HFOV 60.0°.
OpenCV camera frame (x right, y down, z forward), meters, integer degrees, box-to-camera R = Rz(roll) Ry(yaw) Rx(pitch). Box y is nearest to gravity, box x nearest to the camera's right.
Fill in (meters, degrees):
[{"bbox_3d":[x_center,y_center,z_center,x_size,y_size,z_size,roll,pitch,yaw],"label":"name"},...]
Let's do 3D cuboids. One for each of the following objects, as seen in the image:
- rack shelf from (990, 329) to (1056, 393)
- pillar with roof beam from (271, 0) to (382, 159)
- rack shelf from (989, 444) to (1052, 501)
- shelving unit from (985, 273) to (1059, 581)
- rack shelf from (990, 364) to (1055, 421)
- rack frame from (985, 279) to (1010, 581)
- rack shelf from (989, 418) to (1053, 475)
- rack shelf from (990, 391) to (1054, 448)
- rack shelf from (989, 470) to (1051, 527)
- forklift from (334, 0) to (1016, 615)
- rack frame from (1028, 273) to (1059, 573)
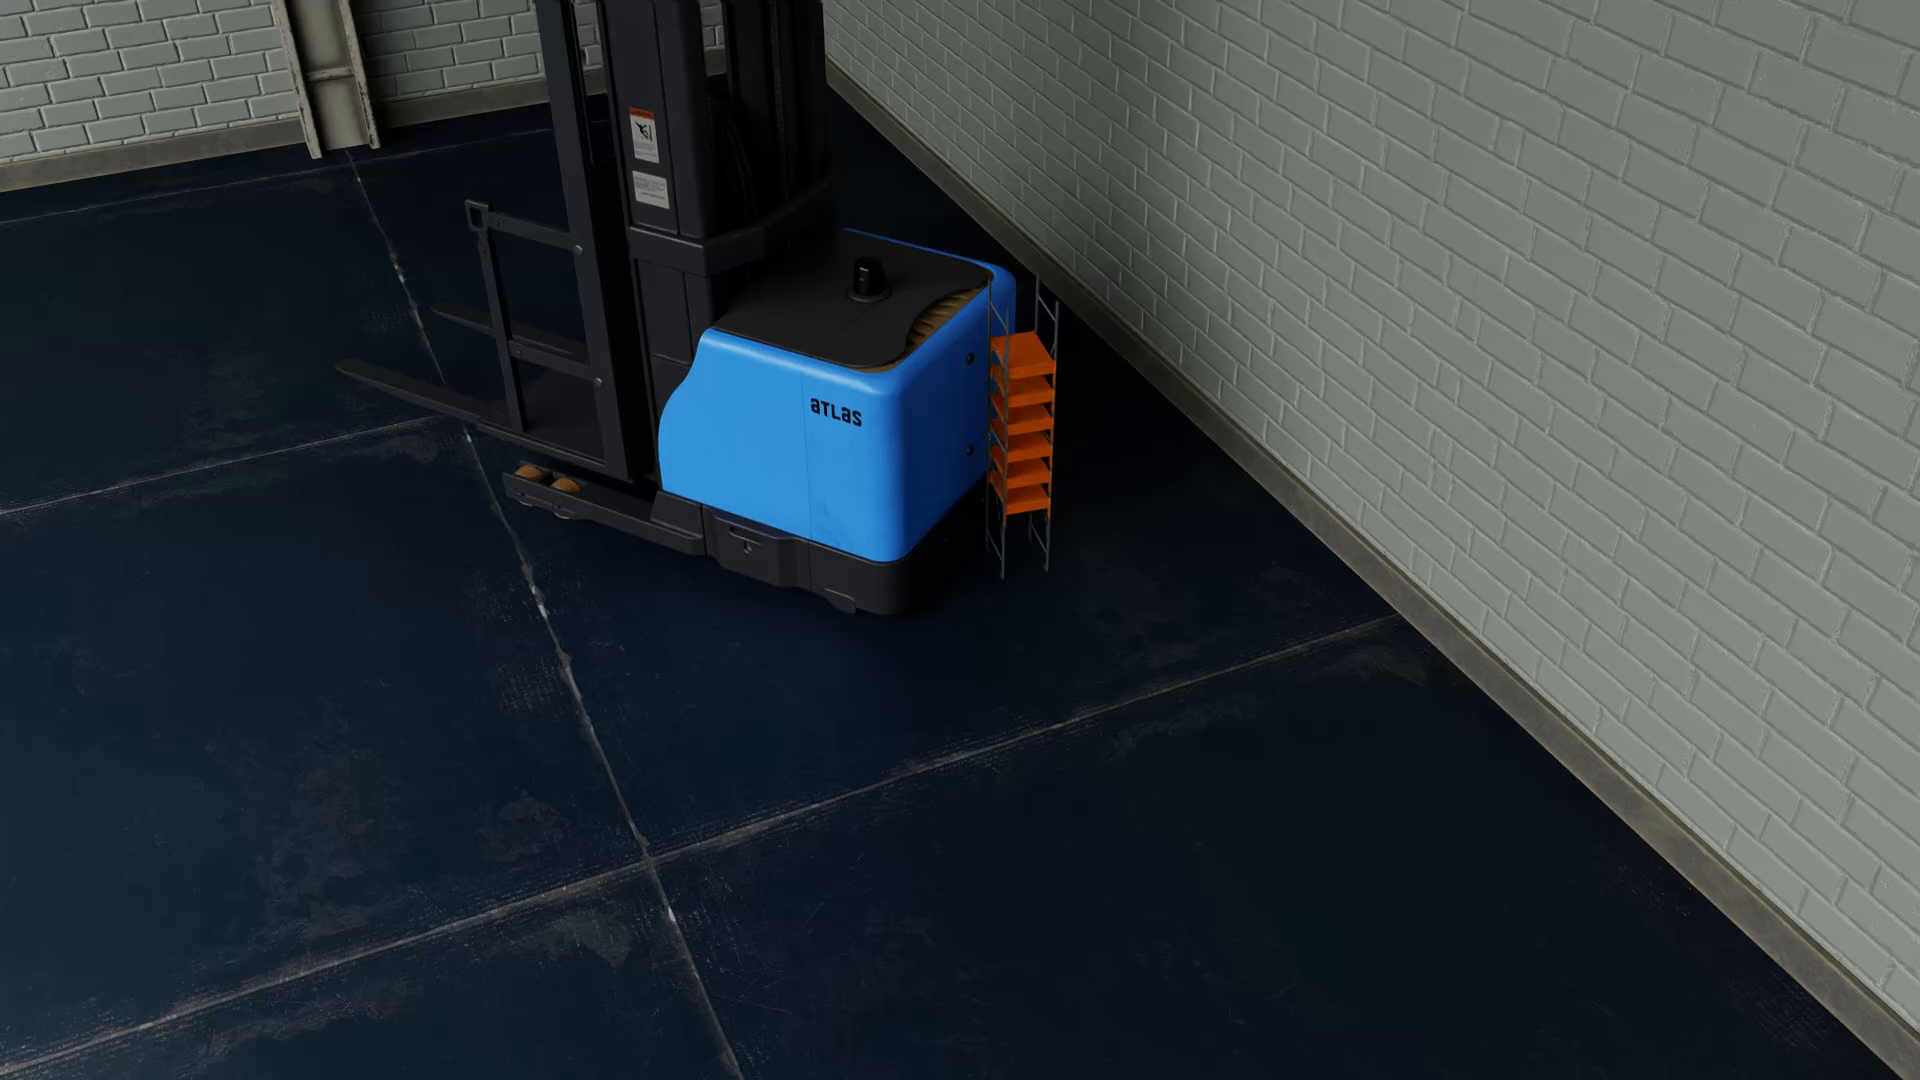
[{"bbox_3d":[0.226,-0.660,6.102,0.180,0.103,0.258,-10,38,-13],"label":"rack shelf"},{"bbox_3d":[-1.860,-3.665,4.137,0.400,9.000,9.100,-16,39,-20],"label":"pillar with roof beam"},{"bbox_3d":[0.226,-0.274,6.388,0.180,0.103,0.258,-10,38,-13],"label":"rack shelf"},{"bbox_3d":[0.226,-0.406,6.290,0.189,1.200,0.258,-10,38,-13],"label":"shelving unit"},{"bbox_3d":[0.226,-0.563,6.174,0.180,0.103,0.258,-10,38,-13],"label":"rack shelf"},{"bbox_3d":[0.138,-0.391,6.270,0.006,1.200,0.240,-10,38,-13],"label":"rack frame"},{"bbox_3d":[0.226,-0.370,6.317,0.180,0.103,0.258,-10,38,-13],"label":"rack shelf"},{"bbox_3d":[0.226,-0.467,6.245,0.180,0.103,0.258,-10,38,-13],"label":"rack shelf"},{"bbox_3d":[0.226,-0.178,6.460,0.180,0.103,0.258,-10,38,-13],"label":"rack shelf"},{"bbox_3d":[-1.313,-1.520,6.339,3.031,2.935,1.130,18,40,23],"label":"forklift"},{"bbox_3d":[0.314,-0.421,6.311,0.006,1.200,0.240,-10,38,-13],"label":"rack frame"}]
